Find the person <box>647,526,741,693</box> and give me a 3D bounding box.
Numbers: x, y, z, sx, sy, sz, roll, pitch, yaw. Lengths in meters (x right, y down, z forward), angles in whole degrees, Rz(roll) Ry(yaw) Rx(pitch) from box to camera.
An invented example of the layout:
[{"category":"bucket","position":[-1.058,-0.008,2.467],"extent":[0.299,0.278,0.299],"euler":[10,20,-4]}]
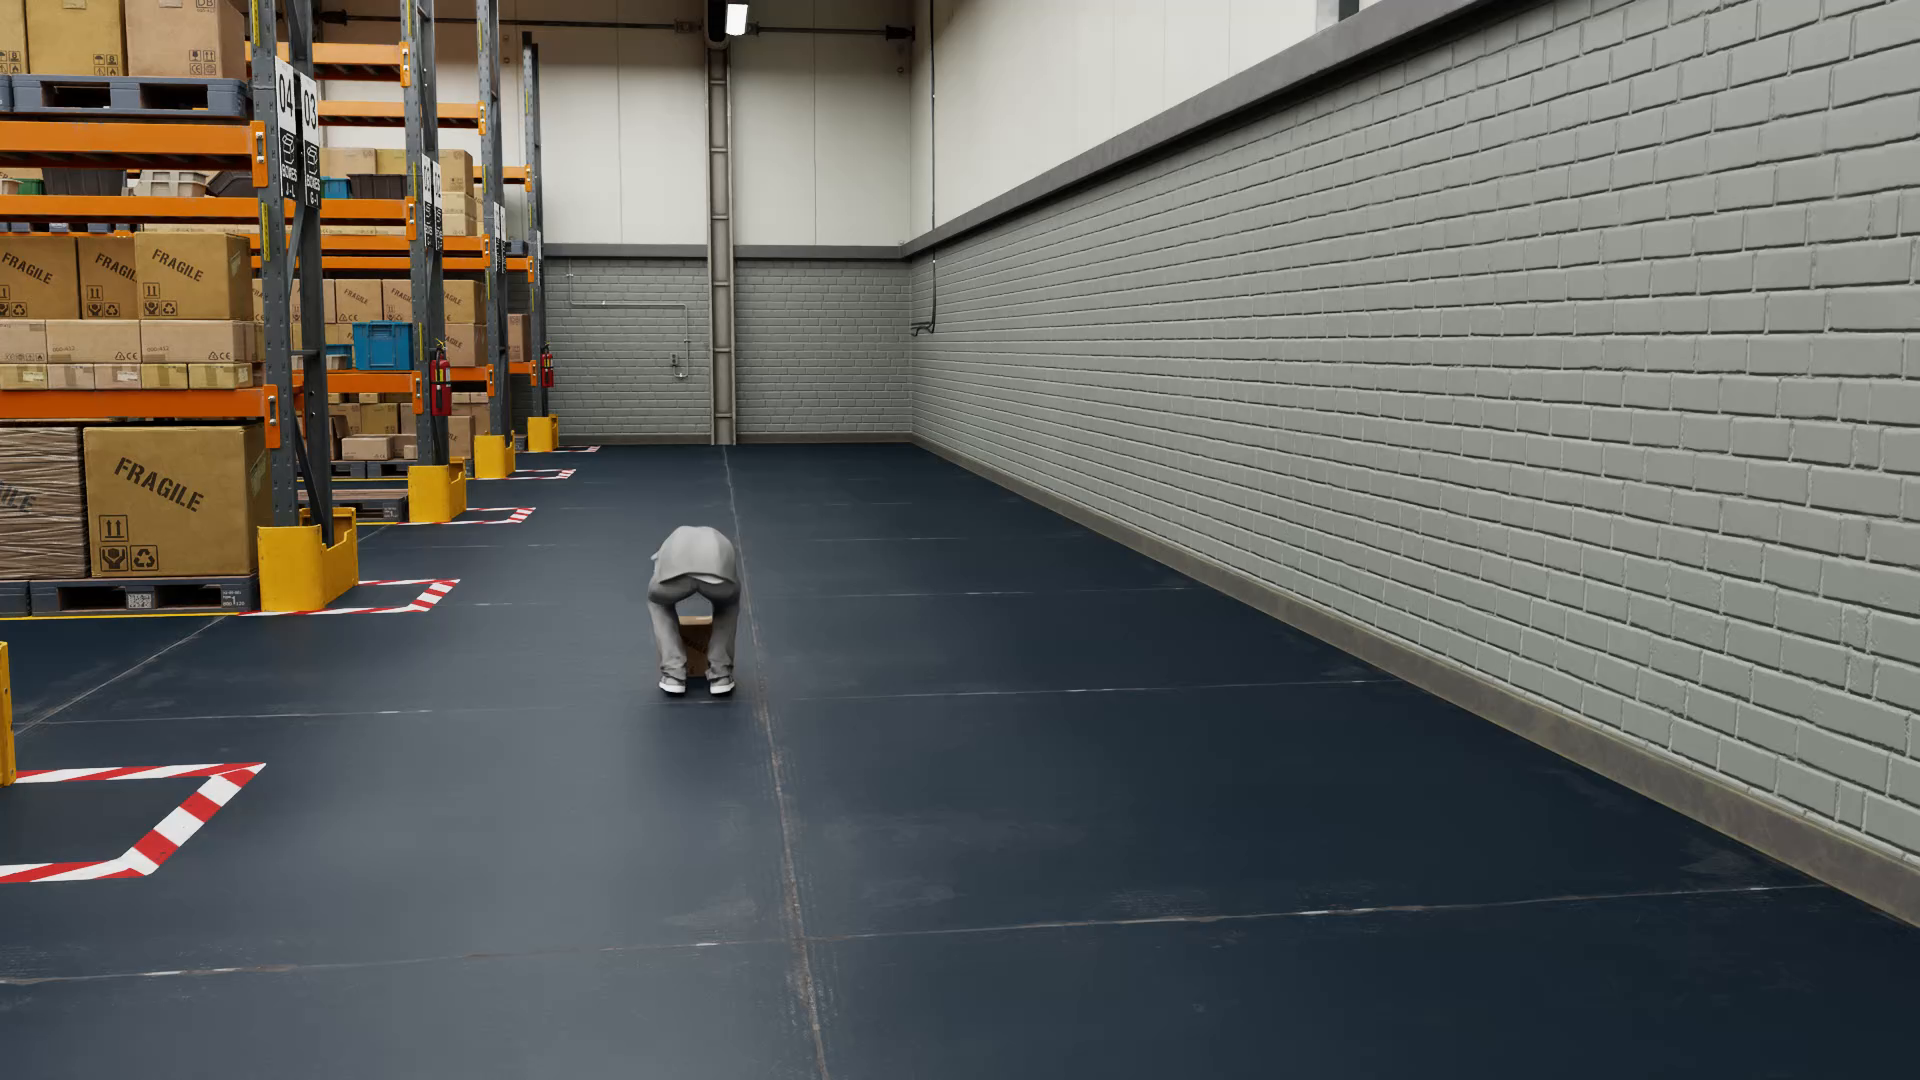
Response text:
[{"category":"person","position":[-1.215,0.328,7.606],"extent":[0.422,0.734,0.871],"euler":[-1,7,-11]}]
